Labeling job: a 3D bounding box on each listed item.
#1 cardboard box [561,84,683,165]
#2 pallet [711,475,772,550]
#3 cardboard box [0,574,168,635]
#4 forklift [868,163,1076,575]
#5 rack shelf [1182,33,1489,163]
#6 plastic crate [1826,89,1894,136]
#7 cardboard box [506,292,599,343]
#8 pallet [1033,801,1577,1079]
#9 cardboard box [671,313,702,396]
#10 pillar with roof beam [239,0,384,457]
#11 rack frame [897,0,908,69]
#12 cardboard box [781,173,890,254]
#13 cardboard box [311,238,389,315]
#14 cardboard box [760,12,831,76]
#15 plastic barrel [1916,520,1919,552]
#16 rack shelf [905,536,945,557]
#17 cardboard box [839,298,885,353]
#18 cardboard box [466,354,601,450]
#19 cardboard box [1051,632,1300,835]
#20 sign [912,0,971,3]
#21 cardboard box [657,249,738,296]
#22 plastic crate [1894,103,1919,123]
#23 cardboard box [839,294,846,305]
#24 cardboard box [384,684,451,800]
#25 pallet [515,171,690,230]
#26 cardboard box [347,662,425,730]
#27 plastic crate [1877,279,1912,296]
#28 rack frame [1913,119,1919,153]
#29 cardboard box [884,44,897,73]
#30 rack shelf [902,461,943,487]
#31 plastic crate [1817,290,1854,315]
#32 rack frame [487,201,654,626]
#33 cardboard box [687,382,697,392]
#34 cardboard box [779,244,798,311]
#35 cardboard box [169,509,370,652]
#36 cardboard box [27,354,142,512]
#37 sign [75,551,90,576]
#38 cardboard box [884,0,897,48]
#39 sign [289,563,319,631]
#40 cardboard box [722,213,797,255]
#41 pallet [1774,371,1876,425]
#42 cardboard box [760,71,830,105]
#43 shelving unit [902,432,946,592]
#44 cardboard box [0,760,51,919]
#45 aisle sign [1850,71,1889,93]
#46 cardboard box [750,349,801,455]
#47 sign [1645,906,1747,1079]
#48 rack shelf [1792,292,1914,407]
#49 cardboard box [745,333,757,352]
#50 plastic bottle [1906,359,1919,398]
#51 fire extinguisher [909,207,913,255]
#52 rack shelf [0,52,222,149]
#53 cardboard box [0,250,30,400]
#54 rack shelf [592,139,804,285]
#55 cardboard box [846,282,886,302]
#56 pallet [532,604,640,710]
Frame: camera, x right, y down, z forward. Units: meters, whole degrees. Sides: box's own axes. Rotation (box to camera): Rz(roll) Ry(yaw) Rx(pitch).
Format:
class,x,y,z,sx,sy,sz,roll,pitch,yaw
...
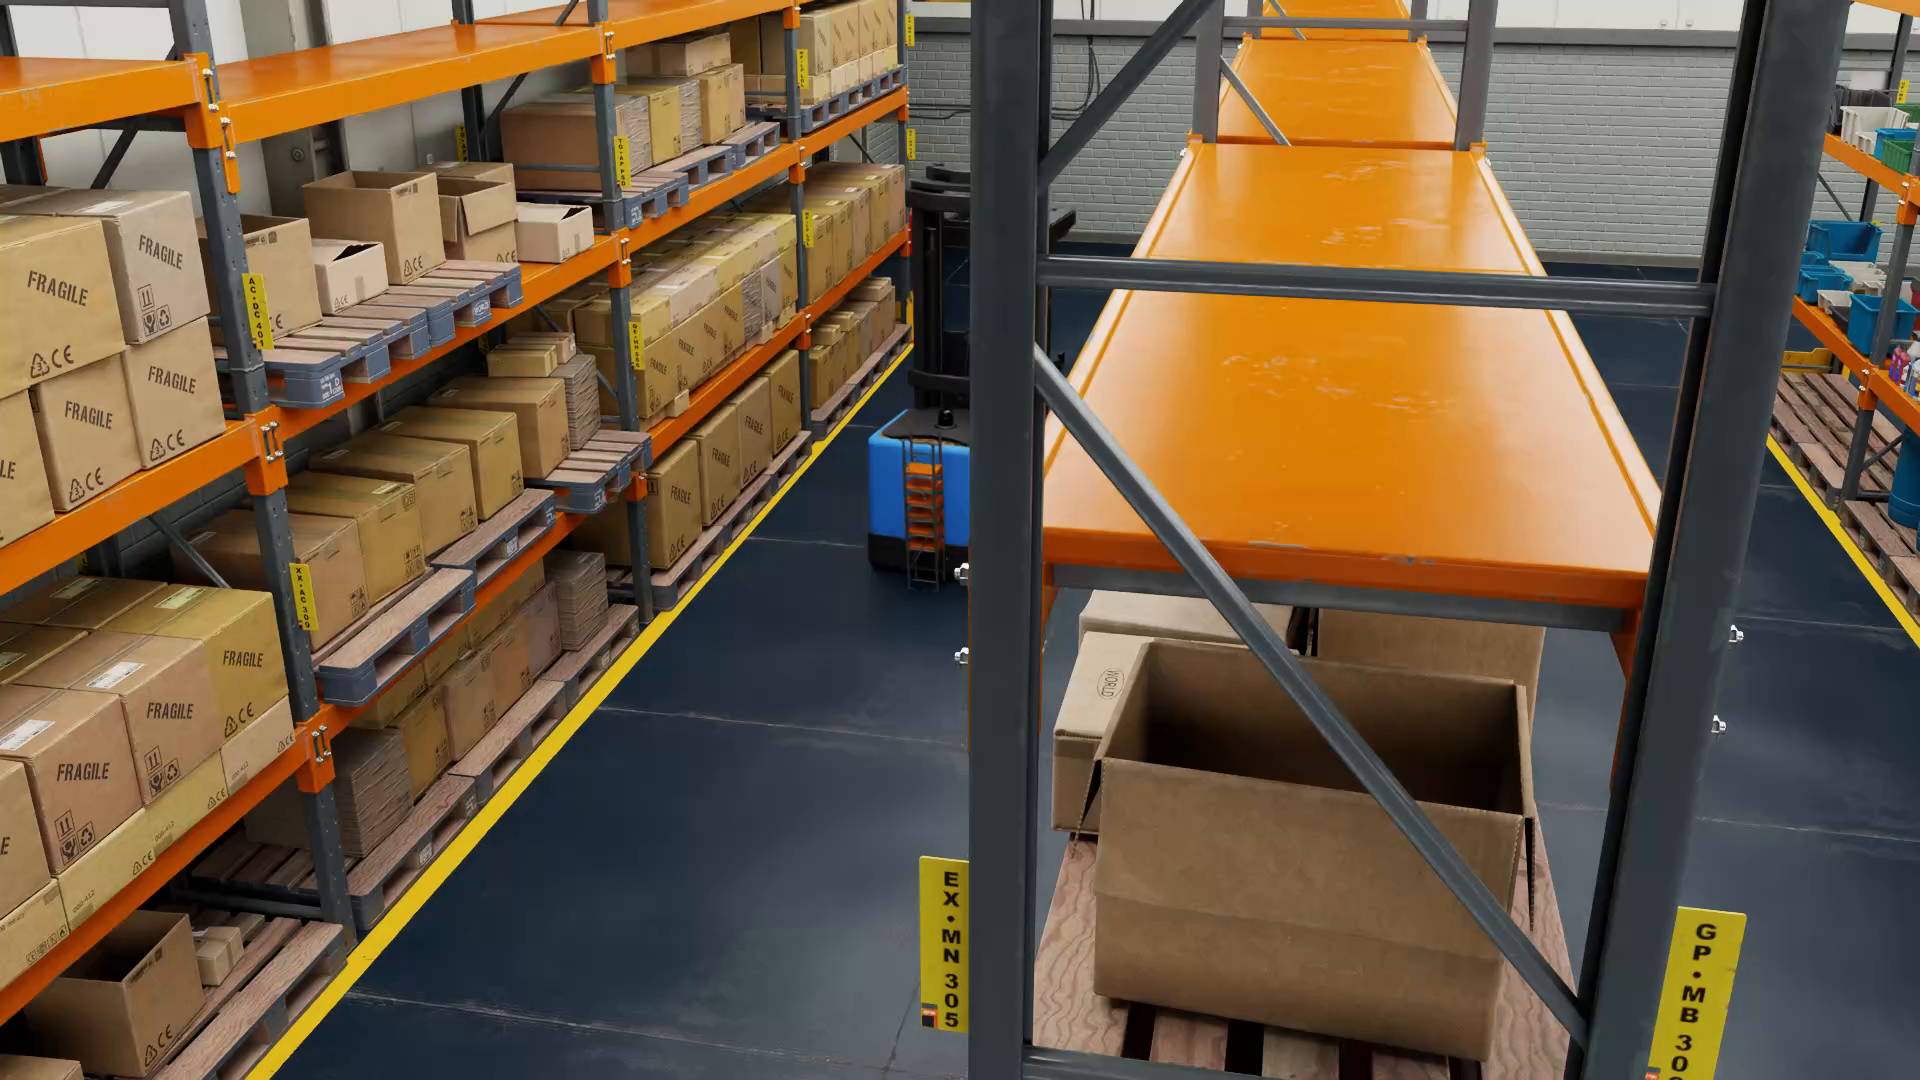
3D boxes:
class,x,y,z,sx,sy,sz,roll,pitch,yaw
cardboard box,-2.479,-3.062,12.234,0.700,0.500,0.500,6,23,14
pallet,-2.218,-0.273,13.780,1.003,0.211,1.213,4,22,11
cardboard box,-3.820,0.492,7.318,0.500,0.500,0.500,4,22,10
forklift,0.269,-1.588,13.403,1.130,2.935,3.031,8,23,18
rack shelf,1.738,-1.995,7.791,1.077,0.370,4.000,4,22,11
plastic crate,8.047,-3.835,14.958,0.504,0.338,0.767,4,22,11
cardboard box,-2.865,-1.567,11.696,0.500,0.250,0.500,5,22,12
pallet,0.684,0.856,3.348,1.003,0.211,1.213,4,22,11
cardboard box,-2.238,-1.382,12.242,0.500,0.500,0.500,5,23,13
pillar with roof beam,0.399,-2.885,8.501,9.100,9.000,0.400,4,22,11
rack frame,-1.071,-6.548,17.597,1.000,3.000,0.127,4,22,11
cardboard box,-1.303,-3.450,17.534,0.980,0.700,0.700,4,22,10
cardboard box,-3.204,-1.340,8.239,0.500,0.311,0.500,5,23,13
cardboard box,-1.467,-4.453,14.910,0.500,0.500,0.500,4,22,10
plastic barrel,7.539,-0.312,12.390,0.600,0.901,0.708,4,22,11
rack shelf,-0.257,0.055,12.384,0.258,0.103,0.180,6,27,15
cardboard box,-1.218,-2.354,17.997,0.700,0.500,0.500,4,22,11
cardboard box,-2.790,-0.917,10.924,0.700,0.500,0.500,2,22,5
cardboard box,0.491,0.440,3.713,0.500,0.250,0.500,4,22,11
sign,-0.014,-0.837,2.060,0.100,0.325,0.005,4,22,11
cardboard box,-2.053,-2.094,13.006,0.500,0.250,0.500,4,22,10
plastic crate,8.706,-3.921,15.372,0.450,0.188,0.336,4,22,11
cardboard box,-1.441,-2.622,17.795,0.380,0.149,0.250,5,22,11
cardboard box,-3.330,1.116,9.356,0.700,0.500,0.500,4,22,10
pallet,-2.624,-2.383,11.523,1.213,0.211,1.003,6,23,13
cardboard box,-3.299,0.799,9.138,0.500,0.250,0.500,4,22,10
plastic crate,8.459,-2.190,14.949,0.416,0.233,0.300,4,22,11
rack frame,7.811,-4.330,12.090,1.000,3.000,0.127,4,22,11
cardboard box,-0.961,-5.040,17.373,0.500,0.250,0.500,5,23,13
rack shelf,-0.270,-0.482,12.117,0.258,0.103,0.180,6,27,15
plastic crate,7.872,-2.112,14.886,0.293,0.136,0.466,4,22,11
rack frame,-2.704,-0.839,11.453,1.000,3.000,0.127,4,22,11
cardboard box,-2.238,-1.214,12.693,0.380,0.149,0.250,5,22,12
cardboard box,-1.735,-2.308,14.541,0.500,0.500,0.500,4,22,10
cardboard box,-3.383,0.189,8.176,0.700,0.500,0.500,5,22,11
cardboard box,-3.497,-0.436,6.276,0.500,0.500,0.500,3,22,6
sign,-4.064,0.045,7.706,0.100,0.325,0.005,4,22,11
cardboard box,-0.953,-5.388,17.232,0.500,0.500,0.500,4,22,11
sign,-2.987,0.260,7.563,0.100,0.325,0.005,4,22,11
cardboard box,-1.732,-2.654,14.395,0.500,0.250,0.500,5,22,12
pallet,8.421,-1.418,16.622,1.003,0.211,1.213,4,22,11
cardboard box,-1.488,-4.098,15.034,0.500,0.250,0.500,4,22,11
shelving unit,-0.263,-0.199,12.257,0.258,1.200,0.189,6,27,15
cardboard box,-3.629,1.089,5.835,0.500,0.500,0.500,5,23,13
aisle sign,8.929,-4.220,16.367,0.394,0.787,0.004,4,22,11
cardboard box,-1.893,-1.252,14.794,0.750,0.750,0.750,5,22,12
sign,1.056,0.674,2.405,0.100,0.325,0.005,4,22,11
rack shelf,8.219,-1.945,15.161,1.077,0.370,4.000,4,22,11
cardboard box,-1.916,-1.679,13.847,0.380,0.149,0.250,4,22,11
plastic bottle,7.269,-1.216,12.553,0.152,0.276,0.135,4,22,11
fire extinguisher,-0.589,-3.576,18.852,0.296,0.674,0.183,4,22,11
rack shelf,-3.928,-1.093,5.019,1.077,0.370,4.000,4,22,11
cardboard box,-3.554,-0.690,5.569,0.500,0.500,0.500,4,22,9
rack shelf,-2.296,-2.629,12.843,1.077,0.370,4.000,4,22,11
cardboard box,-1.015,-2.683,17.947,0.380,0.149,0.250,5,22,12
pallet,-2.865,0.740,11.265,1.003,0.211,1.213,4,22,11
